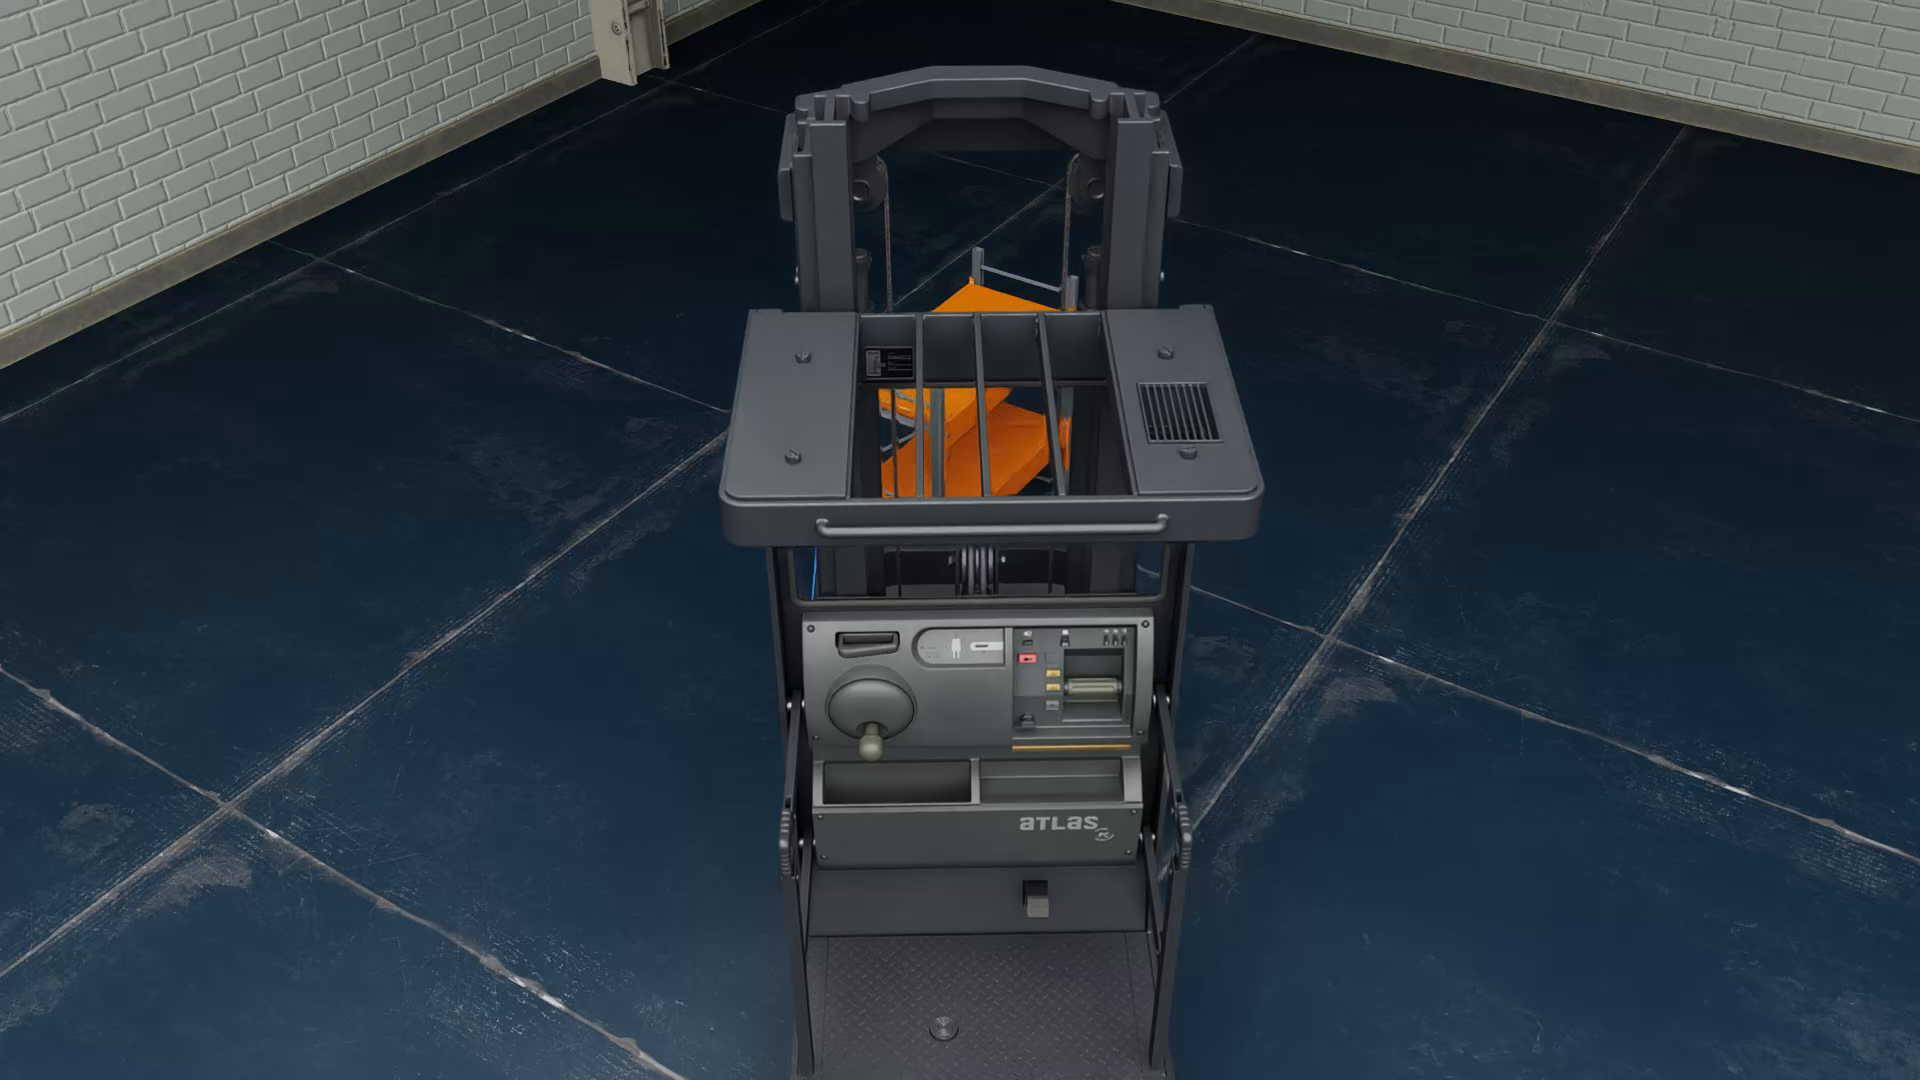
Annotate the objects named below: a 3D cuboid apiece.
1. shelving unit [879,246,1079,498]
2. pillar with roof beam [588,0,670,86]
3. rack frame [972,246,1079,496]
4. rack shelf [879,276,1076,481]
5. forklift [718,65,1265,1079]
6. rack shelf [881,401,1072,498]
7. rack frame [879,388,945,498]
[{"bbox_3d":[-0.004,-0.442,6.902,0.538,1.125,1.048,21,42,25],"label":"shelving unit"},{"bbox_3d":[1.400,-5.372,6.849,9.100,9.000,0.400,21,42,25],"label":"pillar with roof beam"},{"bbox_3d":[0.269,-0.704,7.242,0.500,1.125,0.032,21,42,25],"label":"rack frame"},{"bbox_3d":[-0.004,-0.674,6.723,0.538,0.278,1.000,21,42,25],"label":"rack shelf"},{"bbox_3d":[0.056,0.455,4.259,1.130,2.935,3.031,-1,38,-1],"label":"forklift"},{"bbox_3d":[-0.004,-0.248,7.051,0.538,0.278,1.000,21,42,25],"label":"rack shelf"},{"bbox_3d":[-0.276,-0.180,6.562,0.500,1.125,0.032,21,42,25],"label":"rack frame"}]
